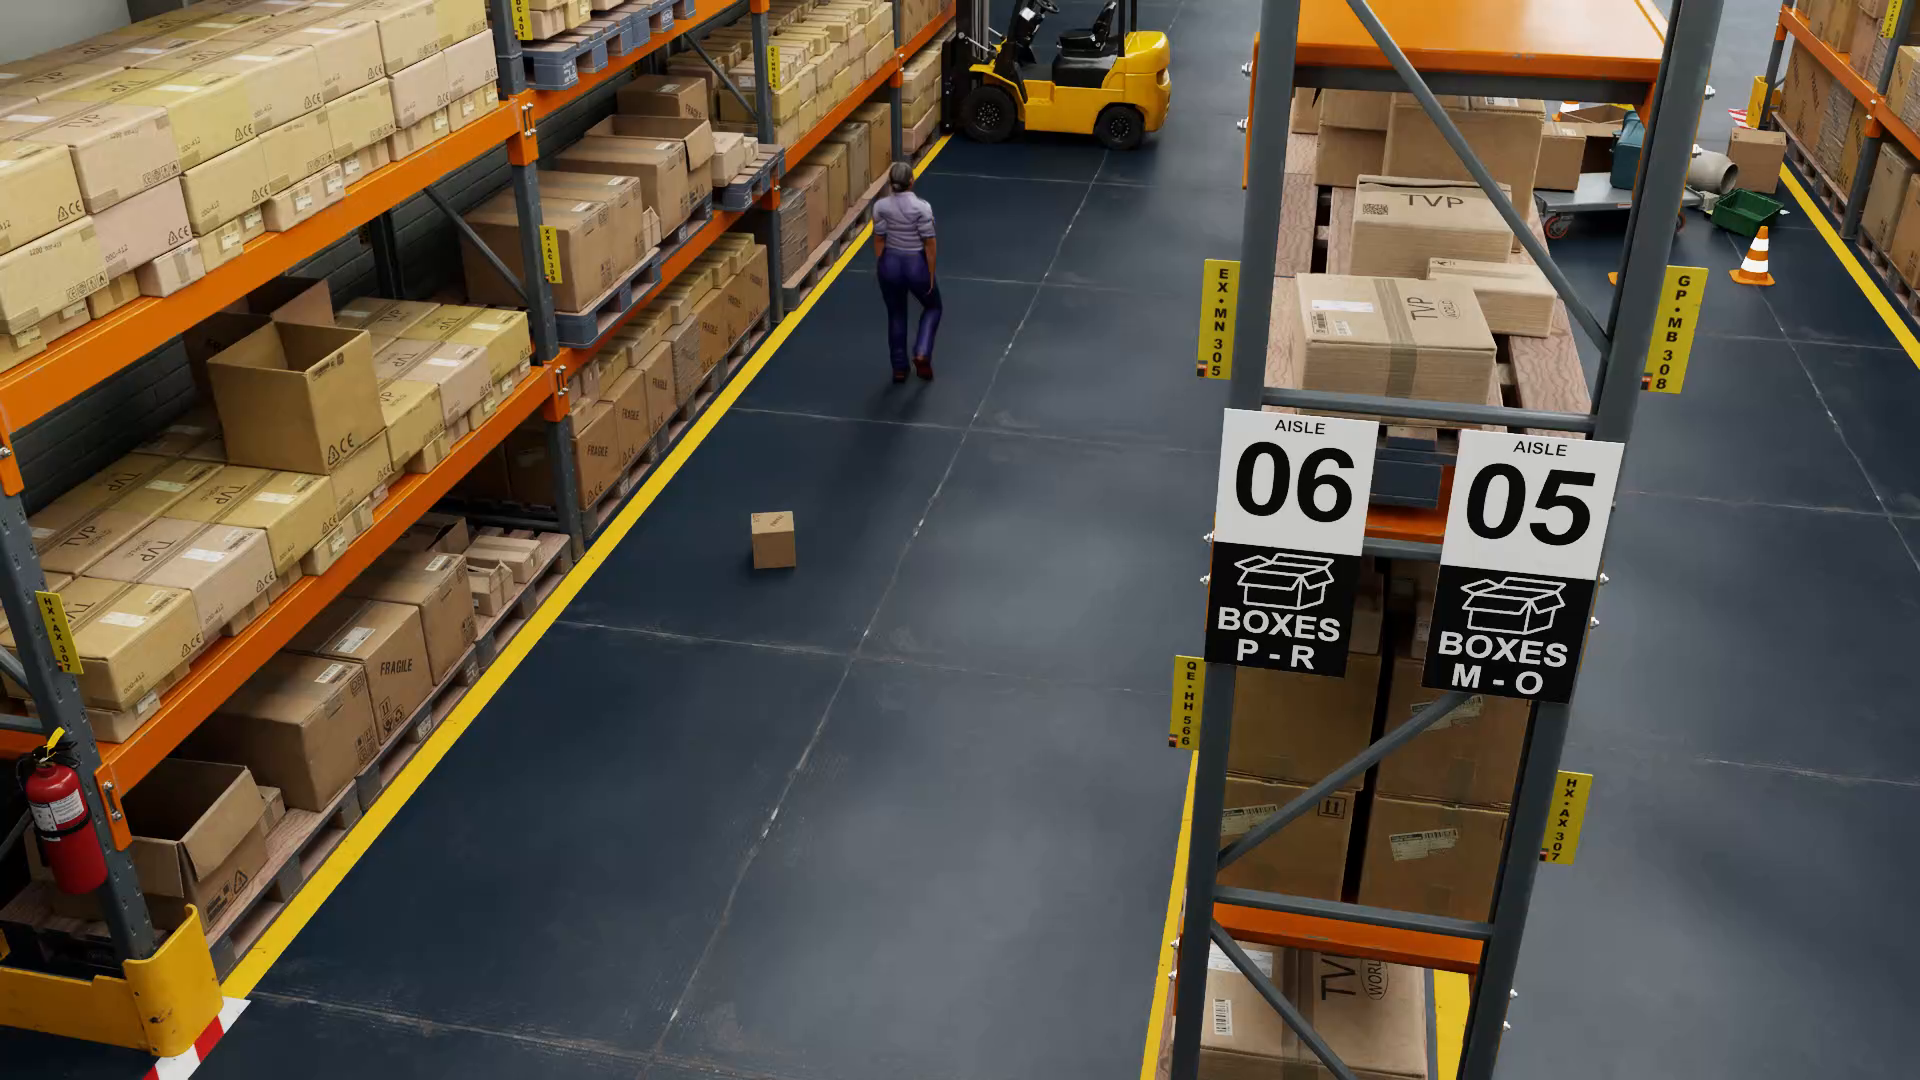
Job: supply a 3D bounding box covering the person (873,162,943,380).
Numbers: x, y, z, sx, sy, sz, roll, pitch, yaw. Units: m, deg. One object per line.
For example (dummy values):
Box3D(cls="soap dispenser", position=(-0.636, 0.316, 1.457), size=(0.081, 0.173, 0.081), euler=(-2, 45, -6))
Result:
Box3D(cls="person", position=(-0.387, -1.955, 12.121), size=(0.475, 1.649, 0.454), euler=(5, 29, 9))
